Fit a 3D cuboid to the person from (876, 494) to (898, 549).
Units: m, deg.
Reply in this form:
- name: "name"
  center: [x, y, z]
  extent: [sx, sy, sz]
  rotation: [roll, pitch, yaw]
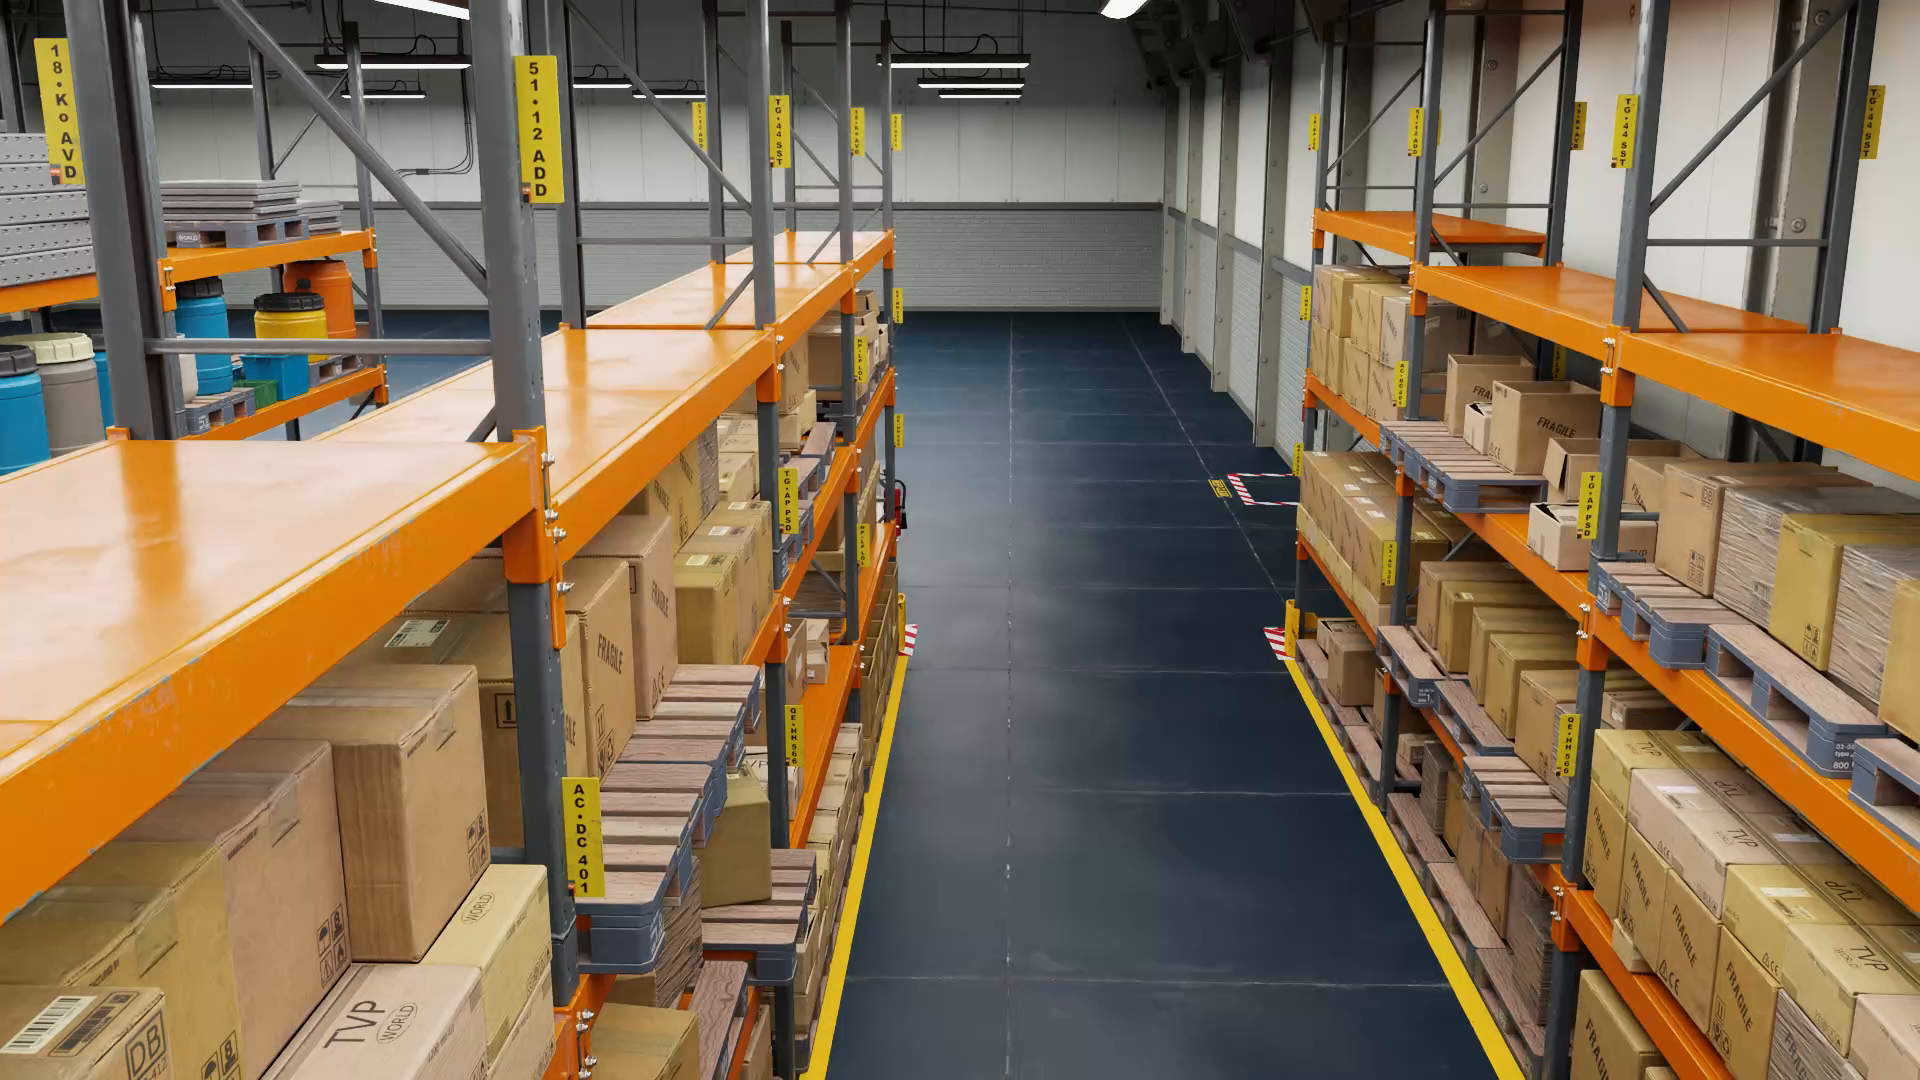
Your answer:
- name: "person"
  center: [-0.966, 0.035, 18.813]
  extent: [0.536, 0.991, 0.953]
  rotation: [0, 14, -1]
